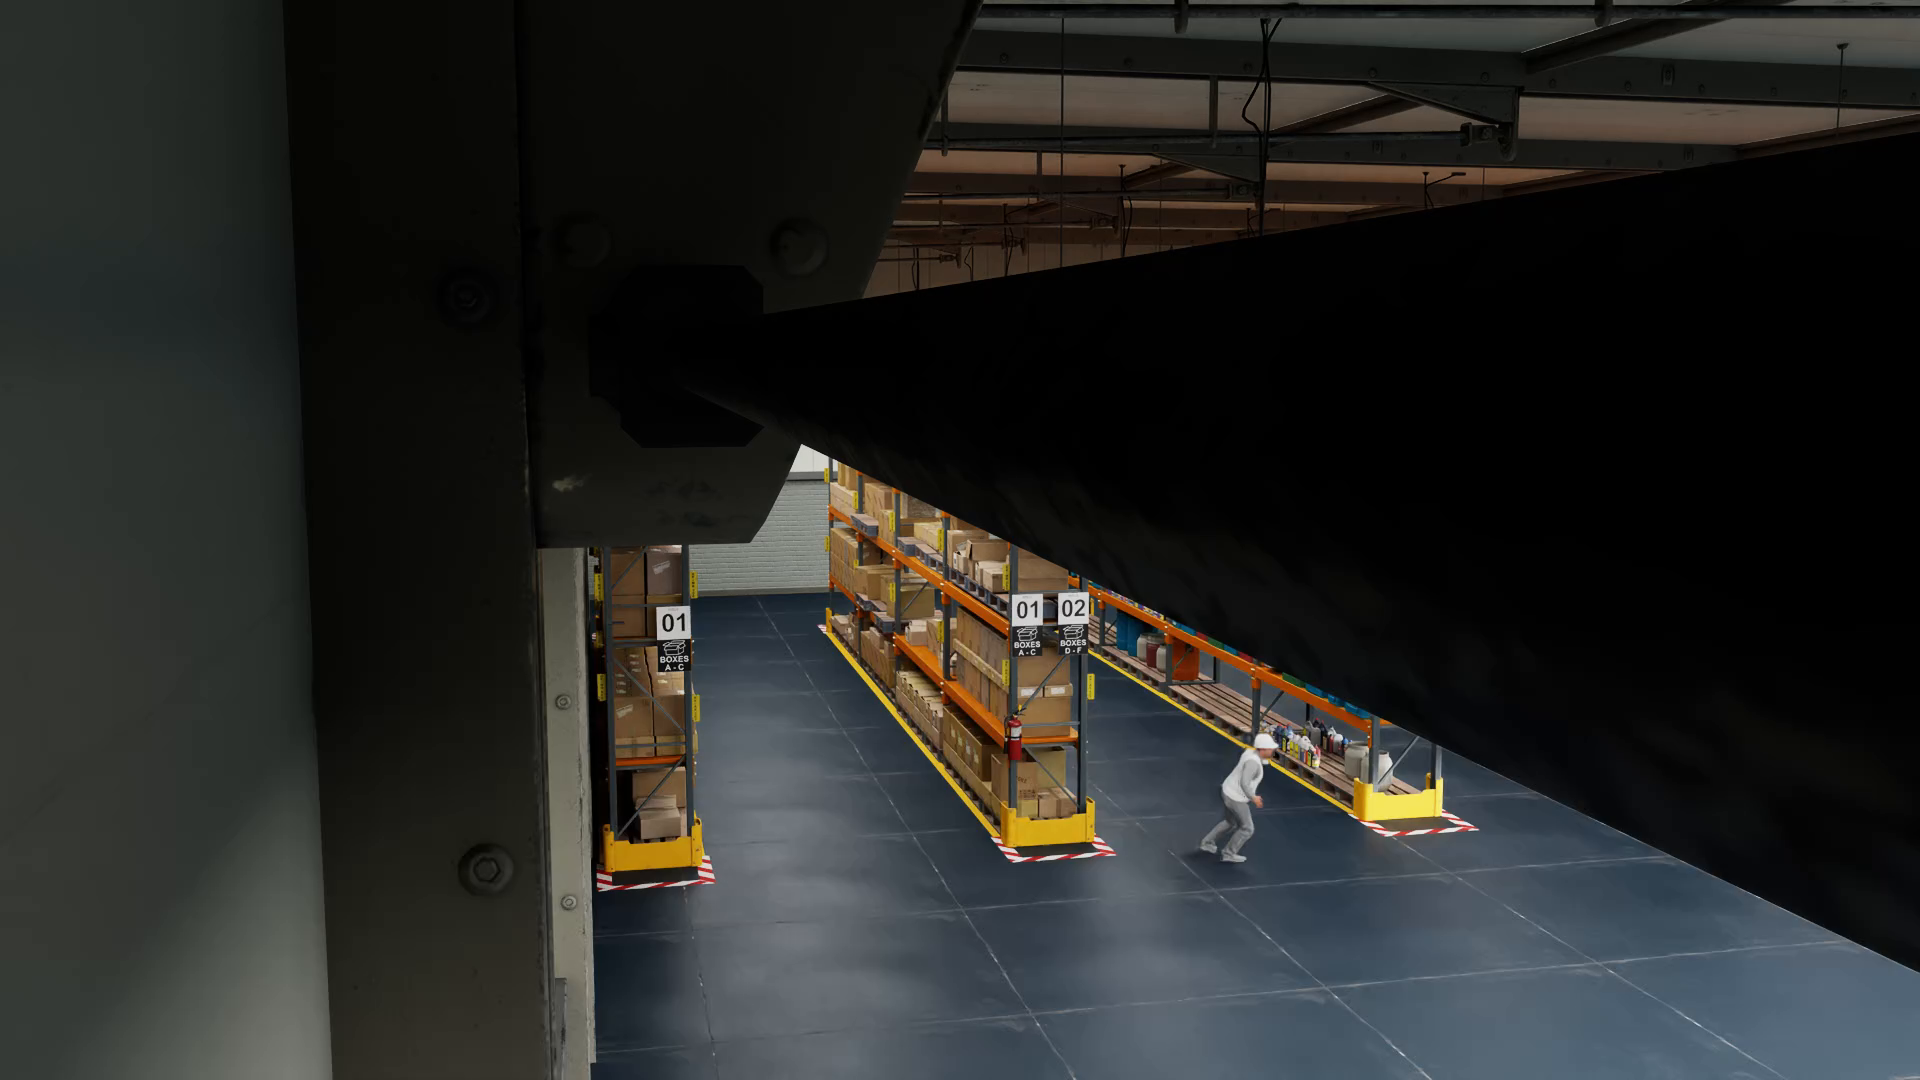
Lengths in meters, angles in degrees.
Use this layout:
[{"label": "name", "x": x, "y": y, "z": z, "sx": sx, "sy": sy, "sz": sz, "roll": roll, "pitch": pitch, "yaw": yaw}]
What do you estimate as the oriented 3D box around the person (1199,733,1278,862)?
[{"label": "person", "x": 3.394, "y": 3.127, "z": 20.254, "sx": 0.903, "sy": 1.627, "sz": 0.668, "roll": 0, "pitch": 7, "yaw": 4}]
